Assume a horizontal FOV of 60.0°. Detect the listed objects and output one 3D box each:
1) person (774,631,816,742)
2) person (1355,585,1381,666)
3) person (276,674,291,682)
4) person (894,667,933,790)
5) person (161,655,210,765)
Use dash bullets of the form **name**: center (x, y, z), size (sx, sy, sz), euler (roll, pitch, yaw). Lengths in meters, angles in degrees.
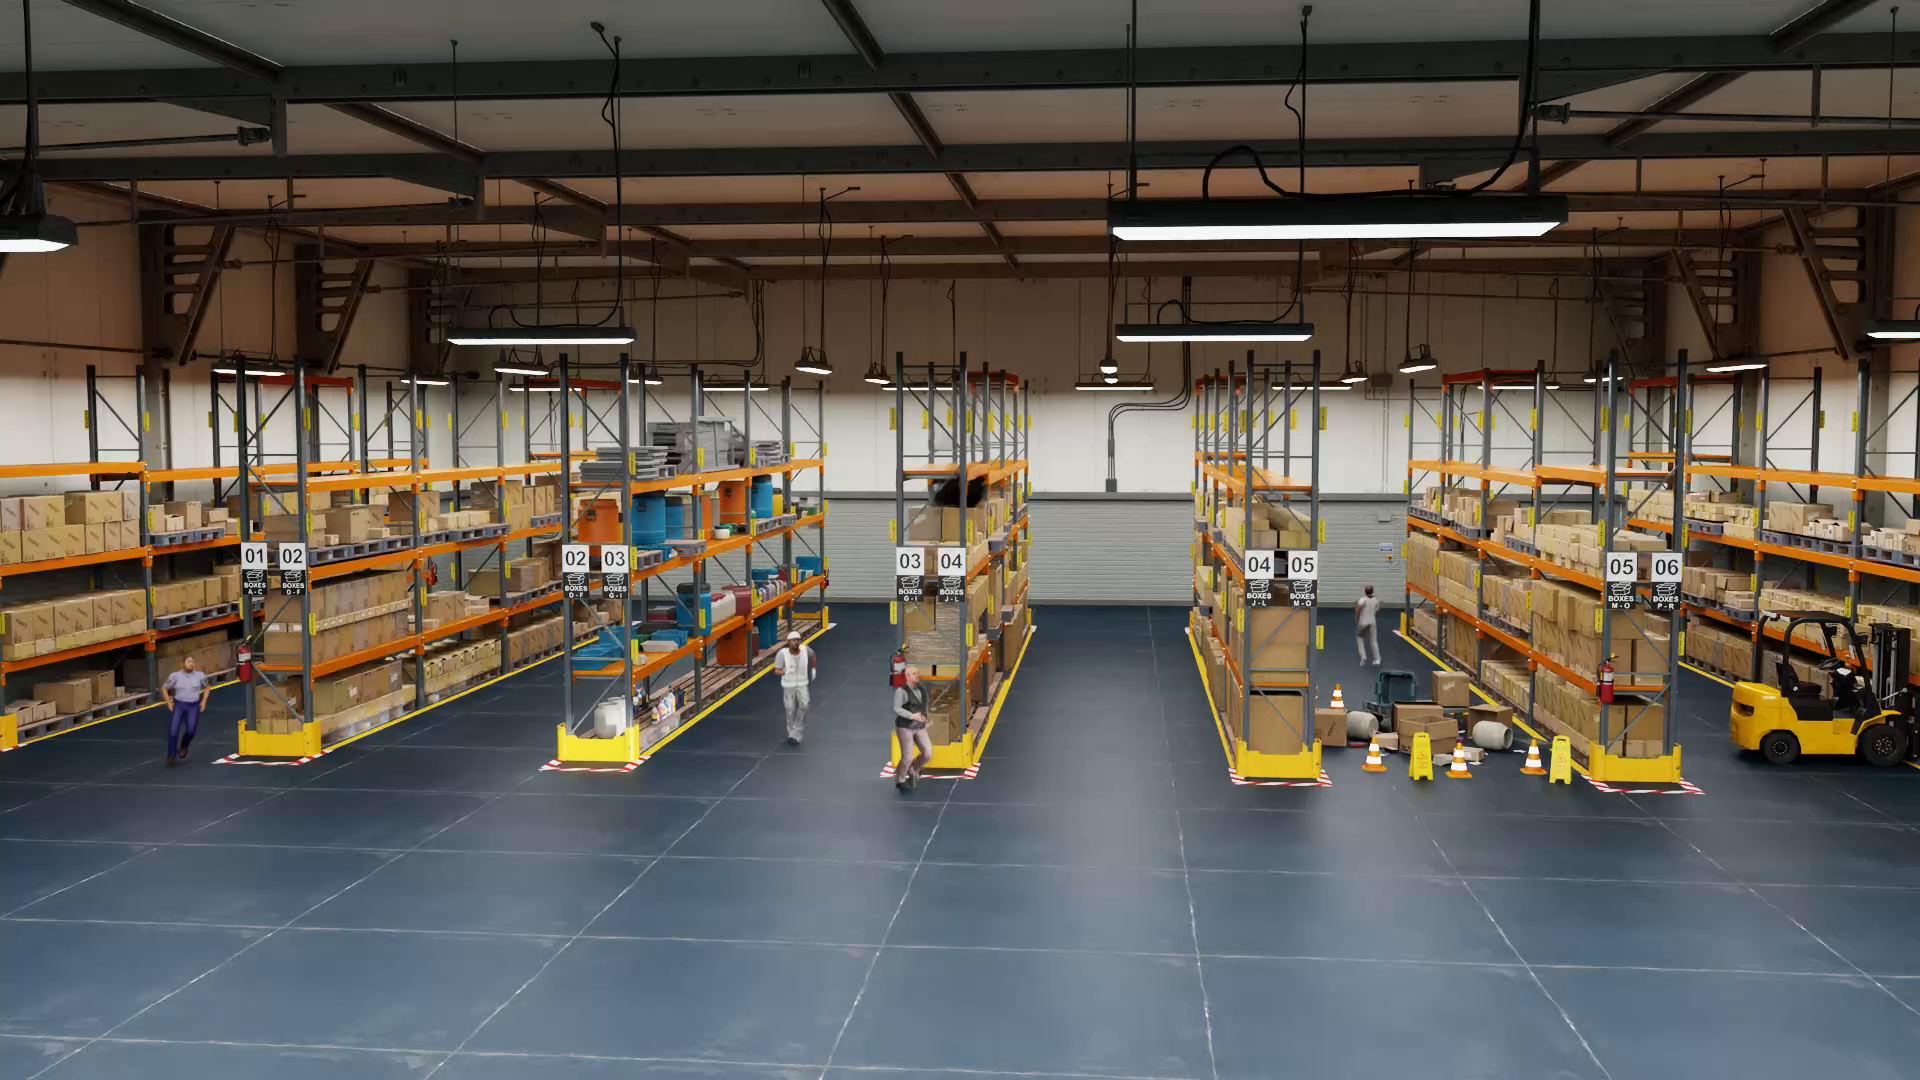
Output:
- **person**: center (-2.545, 2.272, 25.843), size (0.720, 1.739, 0.802), euler (-1, 4, -18)
- **person**: center (8.289, 1.767, 33.840), size (0.571, 1.692, 0.864), euler (0, 4, -4)
- **person**: center (-11.770, 2.101, 29.186), size (0.562, 1.655, 0.589), euler (0, 4, -3)
- **person**: center (-0.600, 2.558, 22.496), size (0.692, 1.700, 0.667), euler (-4, 5, -41)
- **person**: center (-11.350, 2.484, 24.409), size (0.663, 1.590, 0.500), euler (-2, 5, -27)
